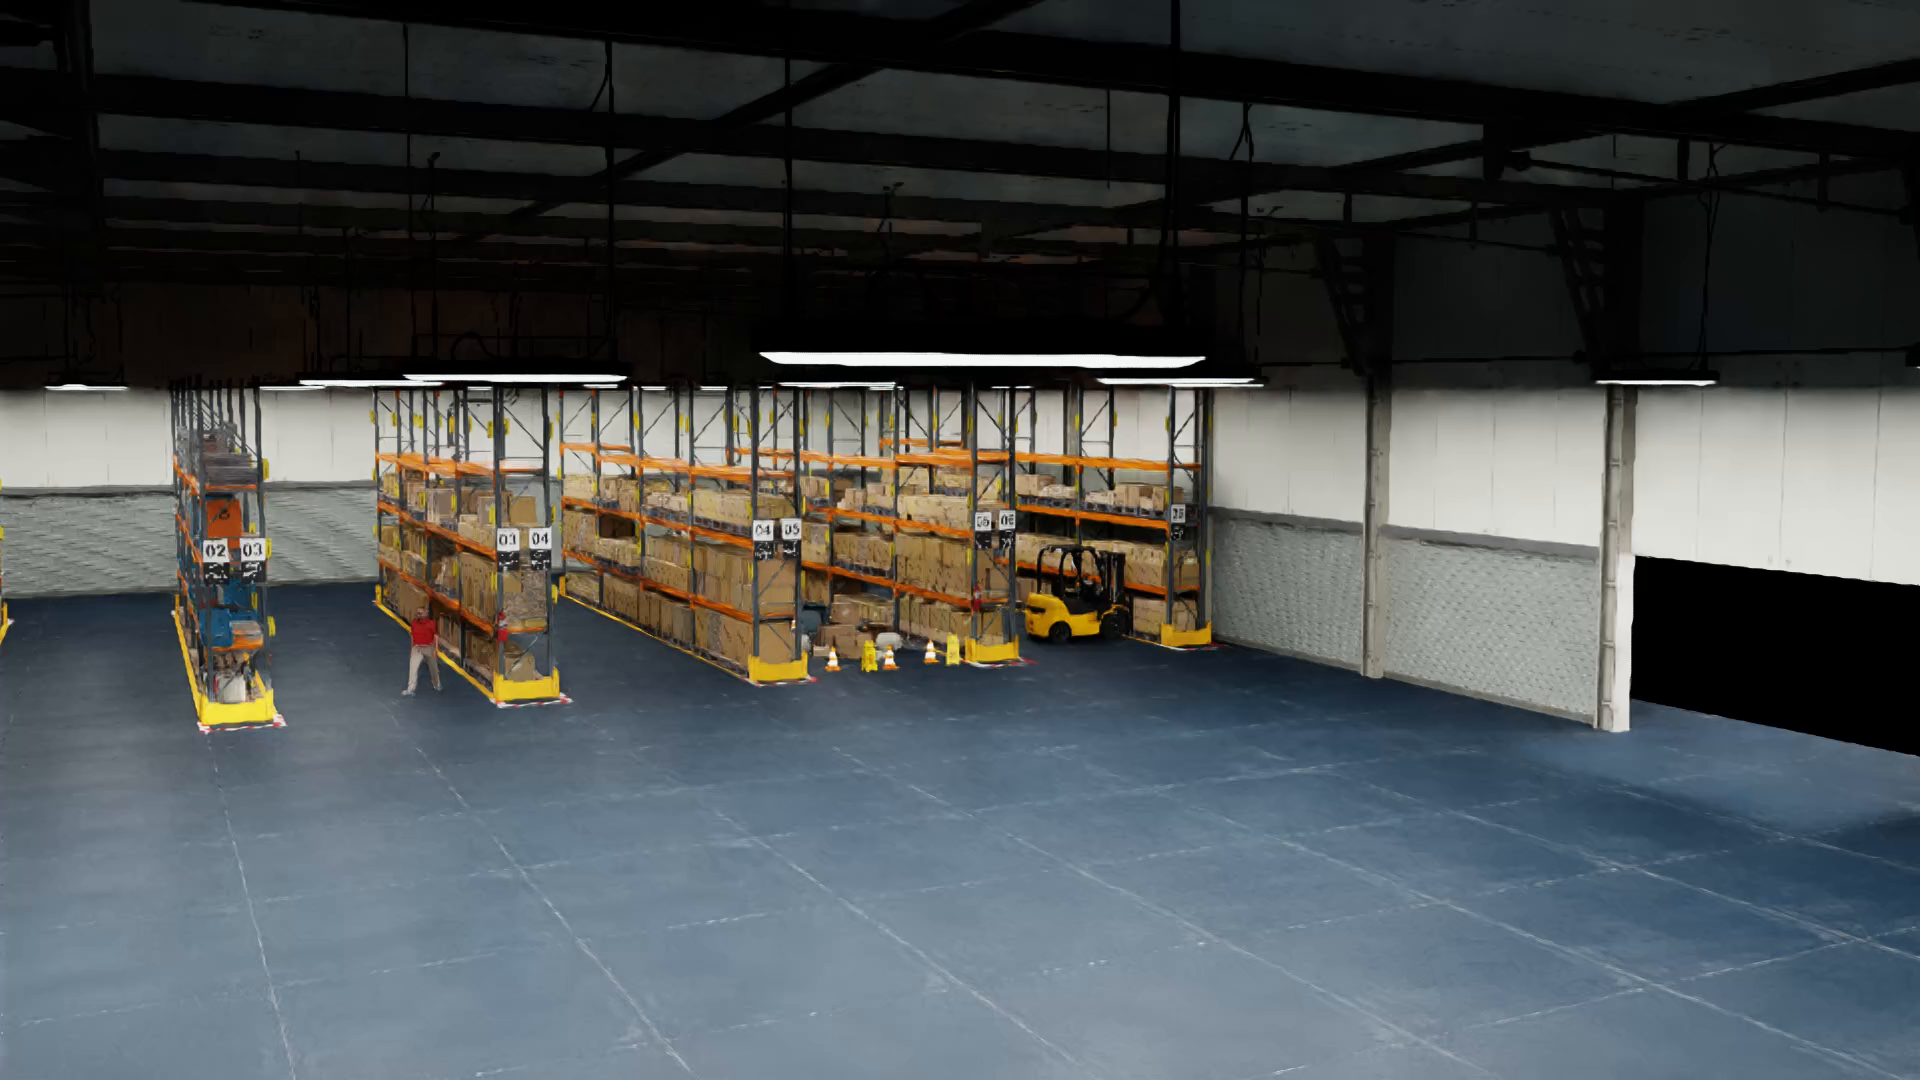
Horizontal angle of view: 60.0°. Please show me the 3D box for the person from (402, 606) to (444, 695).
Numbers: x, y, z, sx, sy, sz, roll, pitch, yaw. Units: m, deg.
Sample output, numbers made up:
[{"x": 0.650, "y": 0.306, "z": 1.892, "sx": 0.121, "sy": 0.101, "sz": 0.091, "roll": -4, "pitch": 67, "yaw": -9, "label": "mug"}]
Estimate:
[{"x": -10.181, "y": 2.078, "z": 31.543, "sx": 0.586, "sy": 1.675, "sz": 0.951, "roll": 0, "pitch": 5, "yaw": 2, "label": "person"}]

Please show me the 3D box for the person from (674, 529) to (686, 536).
[{"x": -8.663, "y": 0.294, "z": 51.606, "sx": 0.586, "sy": 1.659, "sz": 0.457, "roll": 3, "pitch": 6, "yaw": 31, "label": "person"}]
